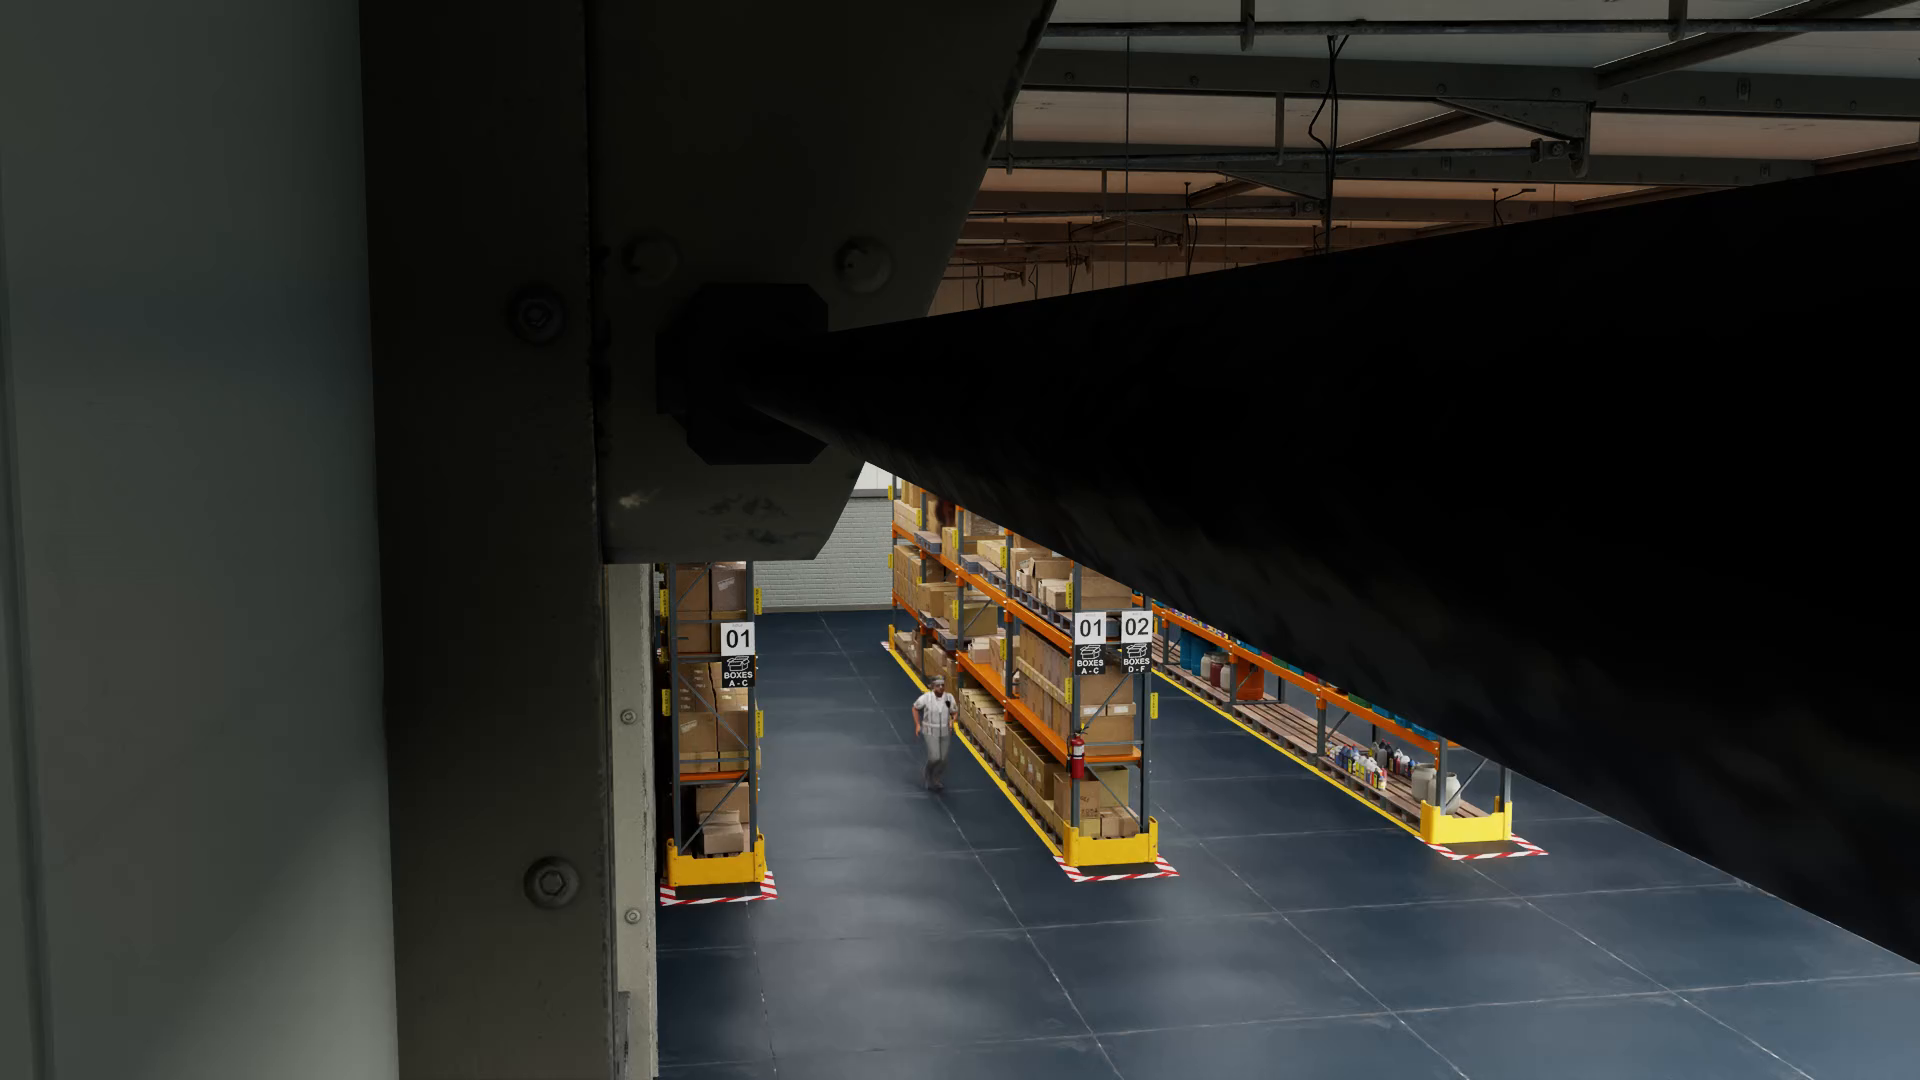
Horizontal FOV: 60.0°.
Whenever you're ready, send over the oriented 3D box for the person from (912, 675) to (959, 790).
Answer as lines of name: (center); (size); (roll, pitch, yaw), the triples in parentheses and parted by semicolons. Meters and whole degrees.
person: (-0.324, 2.826, 24.353); (0.637, 1.738, 0.741); (-2, 7, -19)
